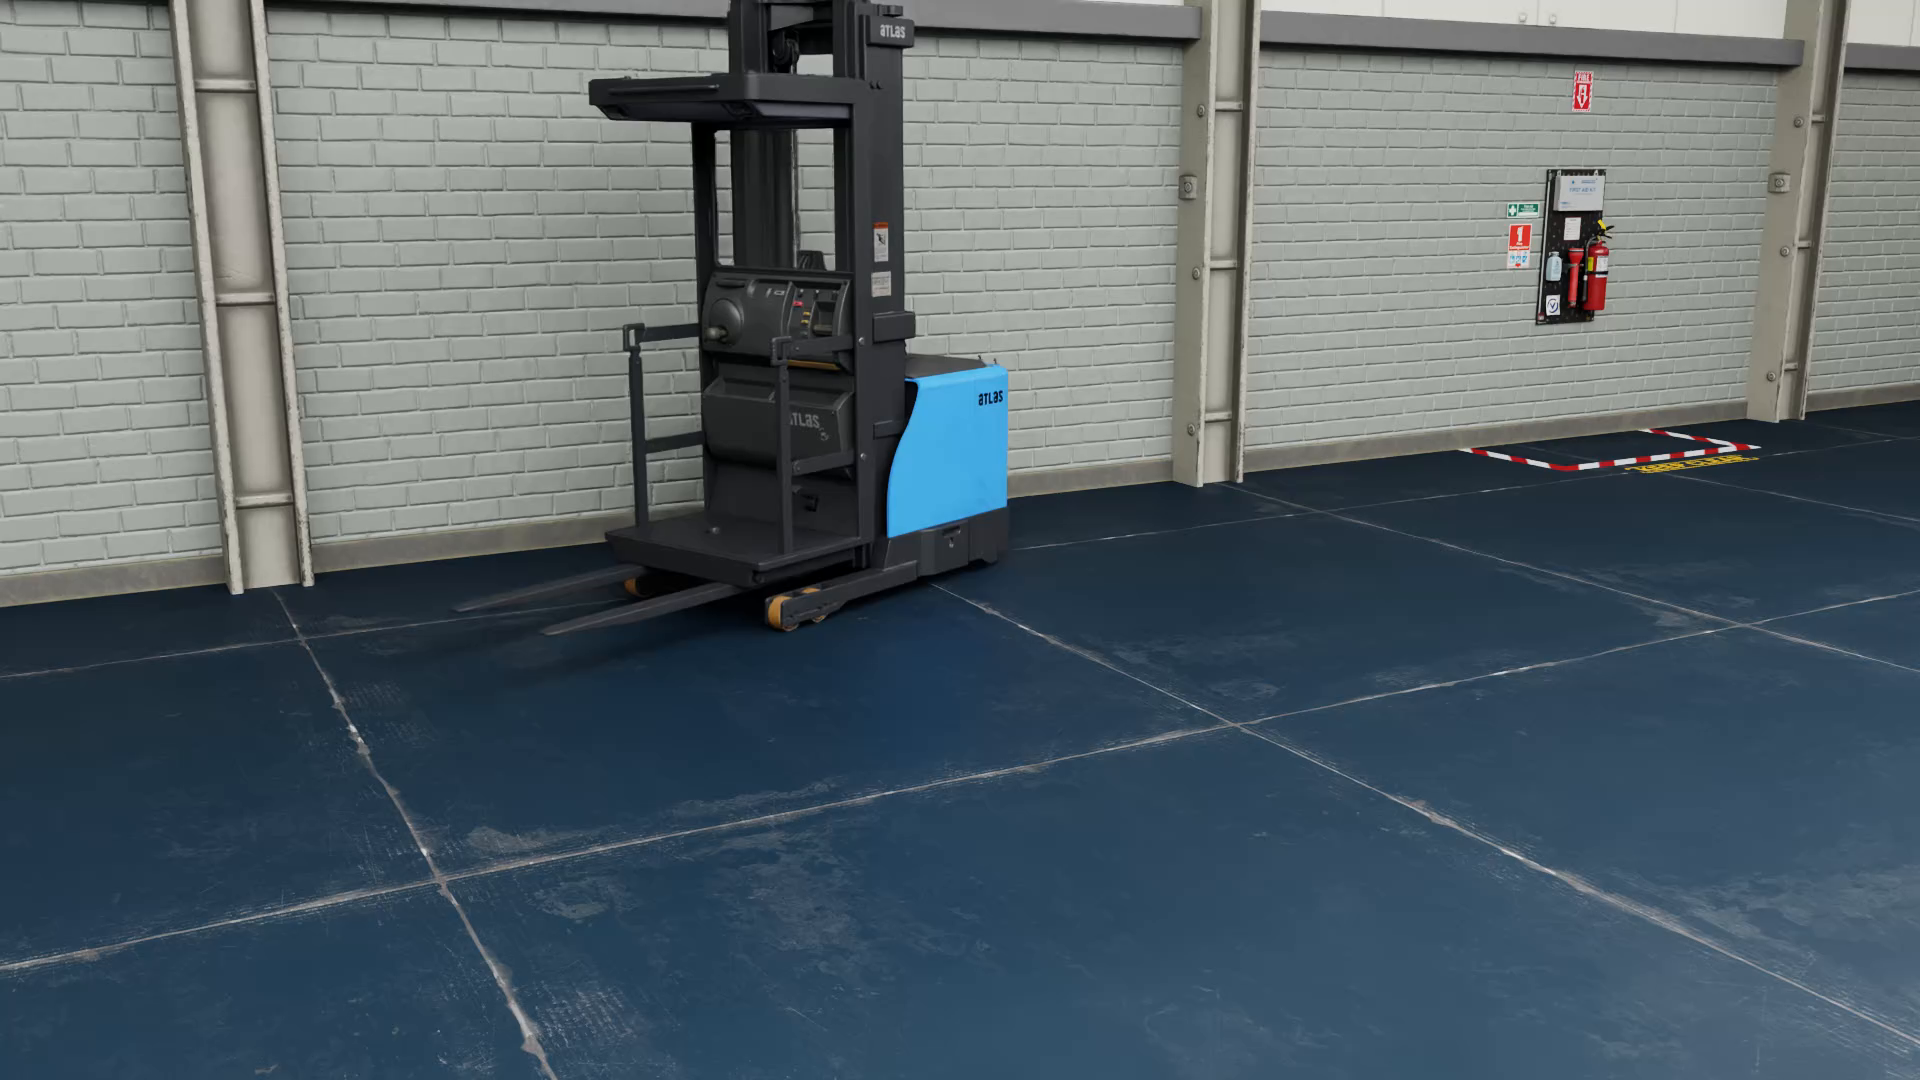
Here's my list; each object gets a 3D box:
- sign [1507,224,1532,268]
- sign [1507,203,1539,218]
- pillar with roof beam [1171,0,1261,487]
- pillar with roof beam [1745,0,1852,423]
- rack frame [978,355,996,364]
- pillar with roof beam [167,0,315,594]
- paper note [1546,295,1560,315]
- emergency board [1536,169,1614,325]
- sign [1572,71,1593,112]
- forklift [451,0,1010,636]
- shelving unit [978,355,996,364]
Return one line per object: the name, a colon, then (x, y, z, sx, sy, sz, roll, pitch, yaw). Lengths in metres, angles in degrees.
sign: (4.237, -2.228, 12.595, 0.234, 0.329, 0.001, -7, 14, -28)
sign: (4.245, -2.485, 12.531, 0.331, 0.109, 0.001, -7, 14, -28)
pillar with roof beam: (3.756, -3.967, 6.742, 0.400, 9.000, 9.100, -7, 14, -28)
pillar with roof beam: (9.022, -4.598, 9.547, 0.400, 9.000, 9.100, -7, 14, -28)
rack frame: (0.154, -0.531, 9.576, 0.008, 1.050, 0.200, -7, 14, -28)
pillar with roof beam: (-1.511, -3.336, 3.937, 0.400, 9.000, 9.100, -7, 14, -28)
paper note: (4.583, -1.814, 12.842, 0.142, 0.148, 0.016, -7, 14, -28)
emergency board: (4.772, -2.249, 12.769, 0.643, 1.169, 0.194, -7, 14, -28)
sign: (4.717, -3.398, 12.596, 0.199, 0.298, 0.001, -7, 14, -28)
forklift: (-1.031, -1.128, 7.947, 1.130, 2.935, 3.031, 10, 16, 37)
shelving unit: (0.047, -0.518, 9.519, 0.252, 1.050, 0.215, -7, 14, -28)
